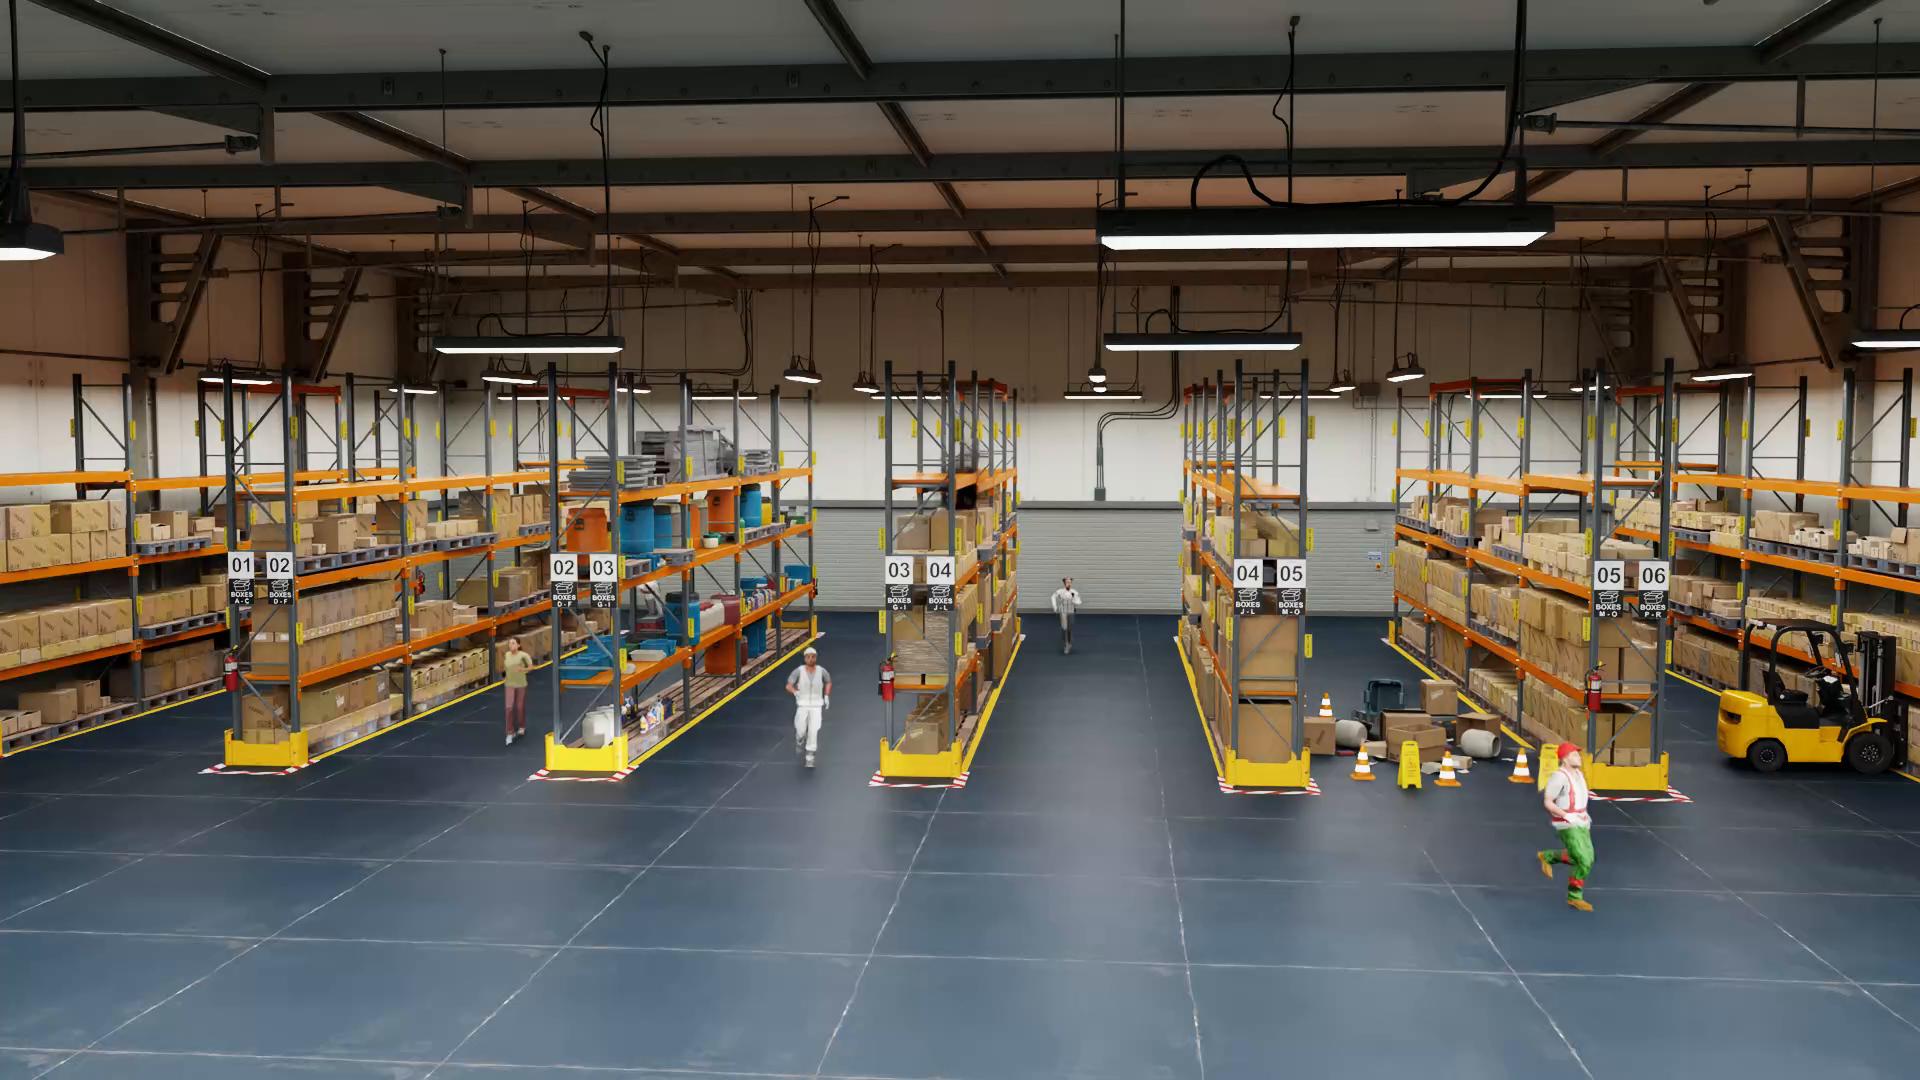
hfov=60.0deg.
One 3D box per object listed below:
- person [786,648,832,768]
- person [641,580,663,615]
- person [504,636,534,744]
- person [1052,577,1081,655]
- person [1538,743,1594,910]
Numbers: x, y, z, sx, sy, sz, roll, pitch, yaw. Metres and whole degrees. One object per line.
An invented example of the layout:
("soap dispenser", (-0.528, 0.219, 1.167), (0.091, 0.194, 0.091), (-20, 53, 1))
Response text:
("person", (-2.253, 2.488, 24.884), (0.689, 1.774, 0.805), (-1, 4, -9))
("person", (-7.607, 1.463, 41.058), (0.603, 1.697, 0.858), (-3, 5, -41))
("person", (-7.146, 2.405, 26.914), (0.549, 1.725, 0.793), (0, 4, 0))
("person", (2.416, 1.683, 37.586), (0.631, 1.734, 0.820), (0, 4, -6))
("person", (6.389, 2.993, 17.565), (0.676, 1.725, 0.675), (-4, 5, -45))
